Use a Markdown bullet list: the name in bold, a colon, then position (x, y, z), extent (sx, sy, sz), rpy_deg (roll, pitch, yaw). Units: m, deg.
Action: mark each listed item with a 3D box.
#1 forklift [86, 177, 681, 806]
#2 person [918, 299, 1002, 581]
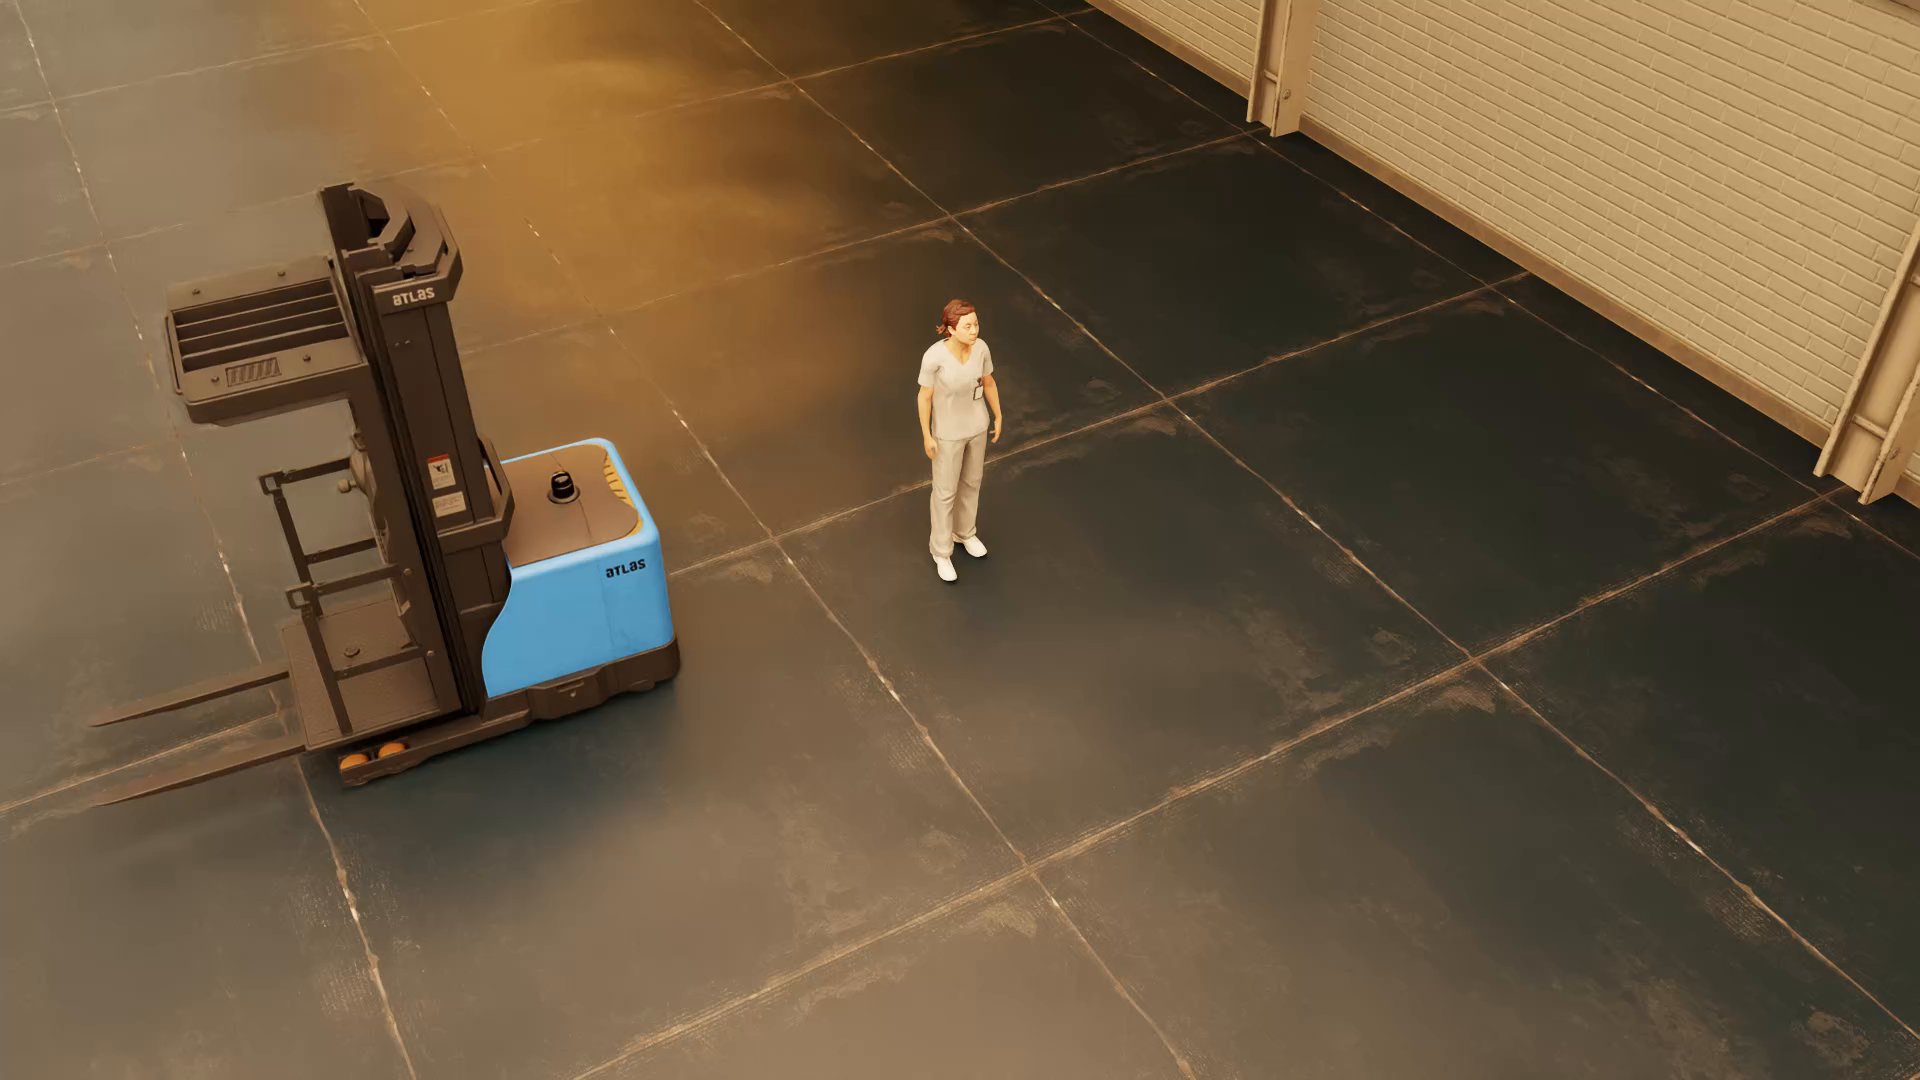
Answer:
- **forklift**: position (-3.131, -0.221, 8.303), extent (3.031, 2.935, 1.130), rpy_deg (-17, 42, -19)
- **person**: position (0.025, -0.606, 9.738), extent (0.549, 1.675, 0.549), rpy_deg (-20, 44, -23)
